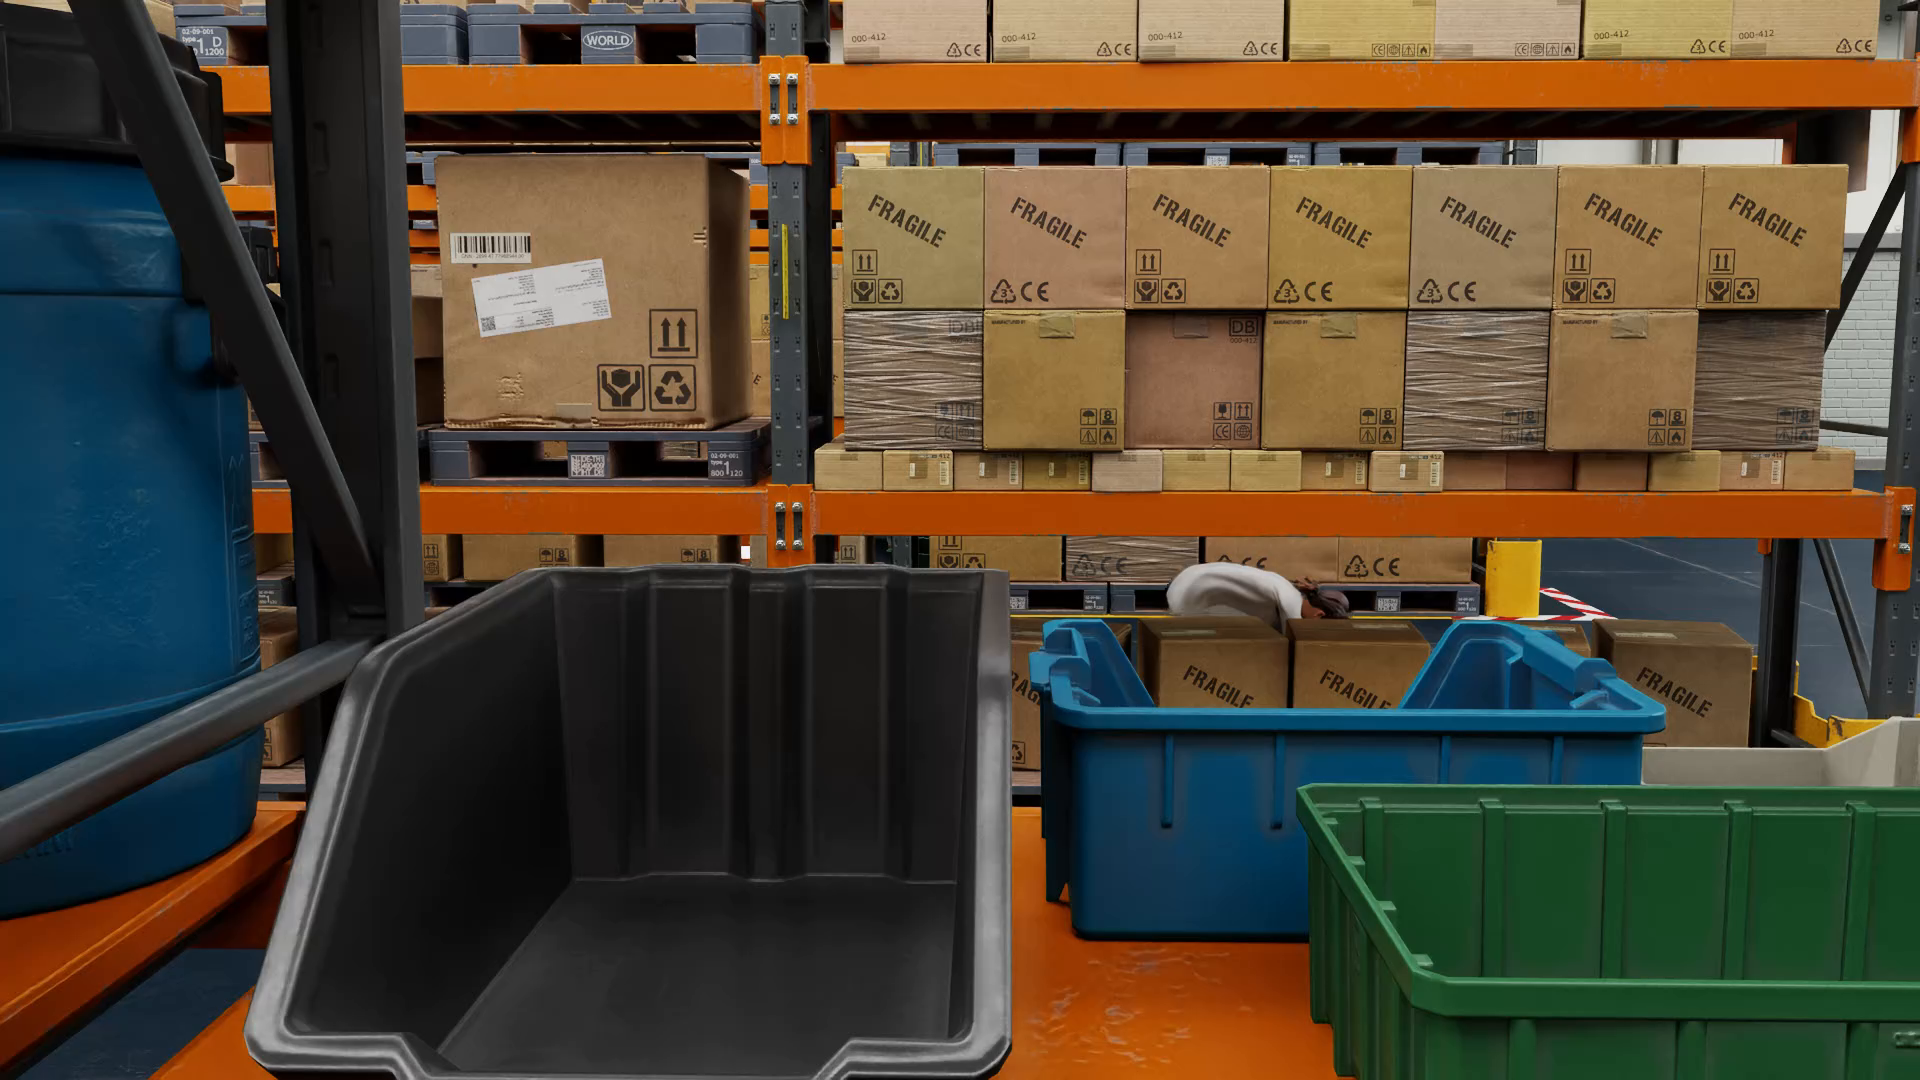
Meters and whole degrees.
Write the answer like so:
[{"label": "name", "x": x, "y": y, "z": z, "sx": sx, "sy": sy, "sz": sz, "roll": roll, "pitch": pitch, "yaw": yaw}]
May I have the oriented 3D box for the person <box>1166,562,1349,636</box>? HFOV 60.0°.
[{"label": "person", "x": 1.406, "y": 0.534, "z": 7.873, "sx": 0.863, "sy": 0.760, "sz": 0.474, "roll": 0, "pitch": 7, "yaw": -1}]
